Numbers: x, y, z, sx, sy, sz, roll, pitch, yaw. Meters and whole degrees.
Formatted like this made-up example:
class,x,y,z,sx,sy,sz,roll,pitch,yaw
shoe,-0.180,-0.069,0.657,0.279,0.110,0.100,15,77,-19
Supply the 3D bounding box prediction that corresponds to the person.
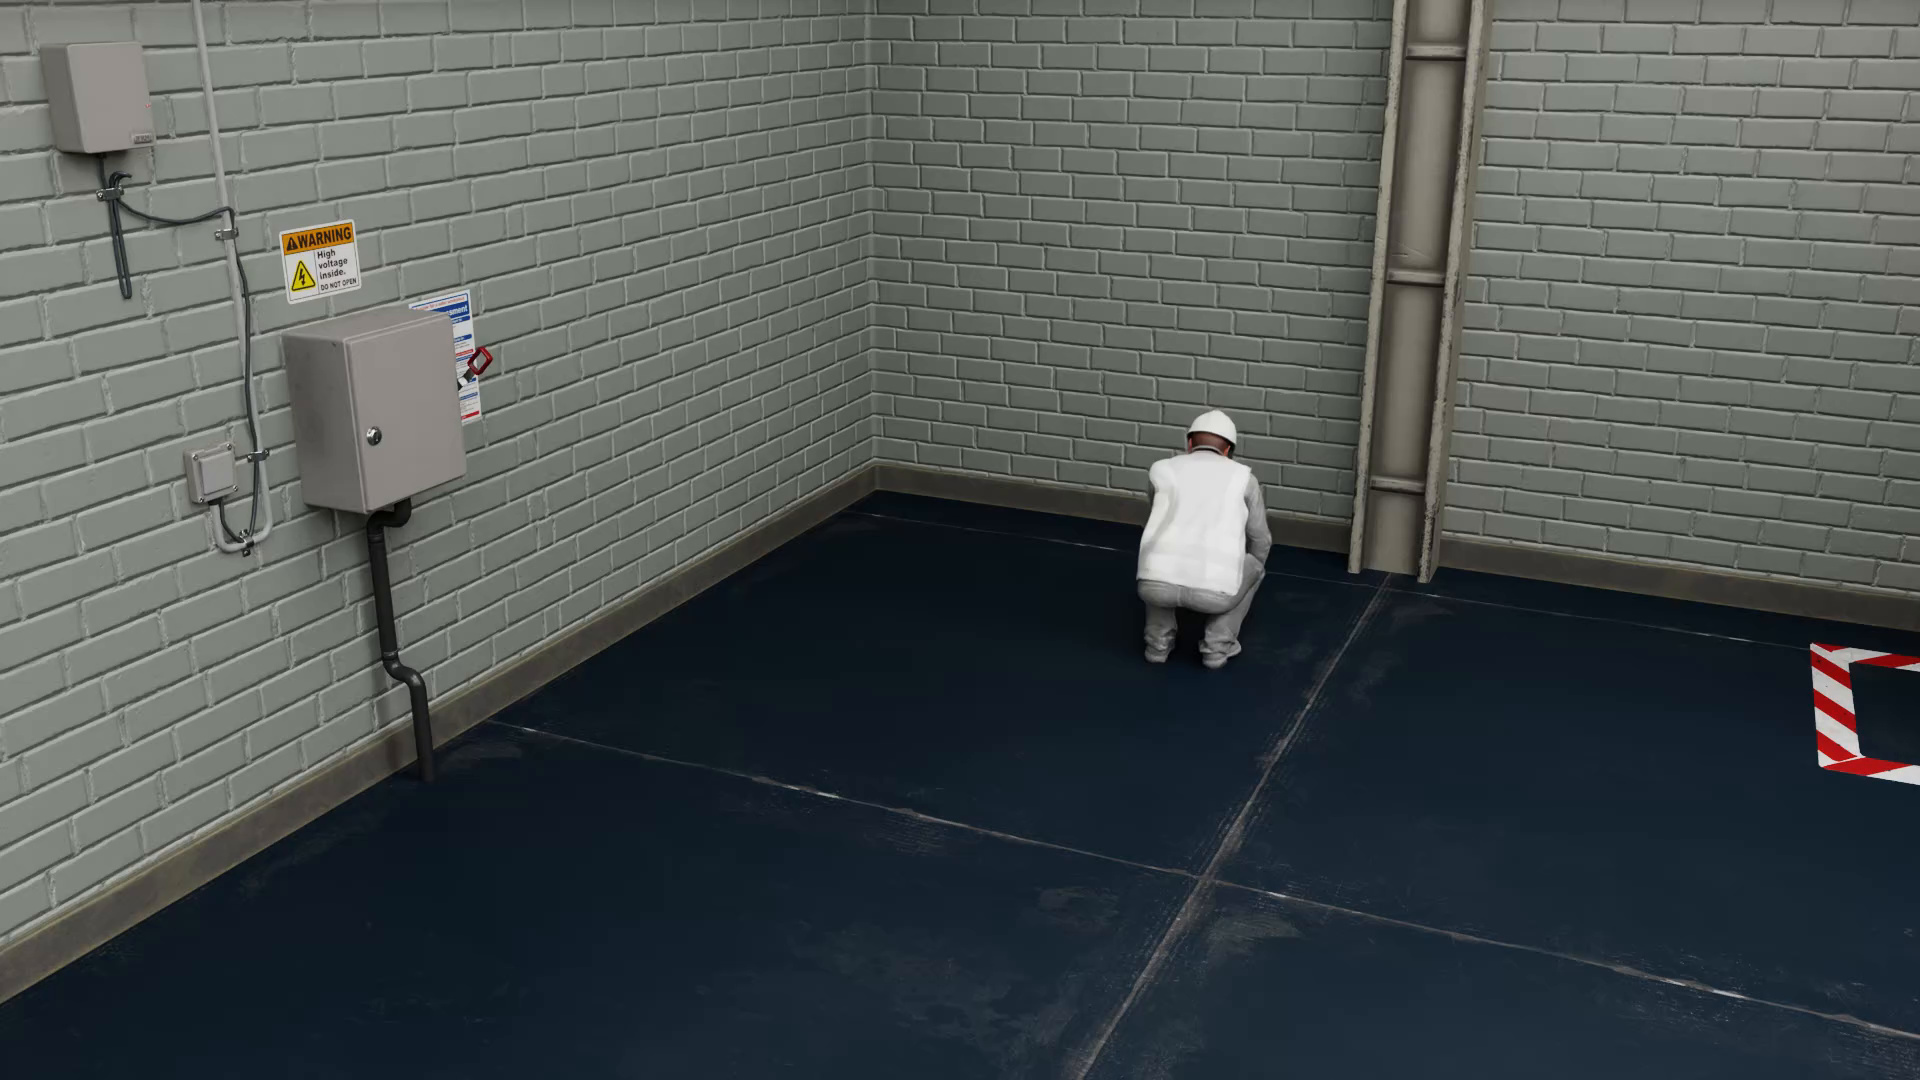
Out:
class,x,y,z,sx,sy,sz,roll,pitch,yaw
person,1.050,0.001,7.215,0.532,1.011,0.848,8,21,23
